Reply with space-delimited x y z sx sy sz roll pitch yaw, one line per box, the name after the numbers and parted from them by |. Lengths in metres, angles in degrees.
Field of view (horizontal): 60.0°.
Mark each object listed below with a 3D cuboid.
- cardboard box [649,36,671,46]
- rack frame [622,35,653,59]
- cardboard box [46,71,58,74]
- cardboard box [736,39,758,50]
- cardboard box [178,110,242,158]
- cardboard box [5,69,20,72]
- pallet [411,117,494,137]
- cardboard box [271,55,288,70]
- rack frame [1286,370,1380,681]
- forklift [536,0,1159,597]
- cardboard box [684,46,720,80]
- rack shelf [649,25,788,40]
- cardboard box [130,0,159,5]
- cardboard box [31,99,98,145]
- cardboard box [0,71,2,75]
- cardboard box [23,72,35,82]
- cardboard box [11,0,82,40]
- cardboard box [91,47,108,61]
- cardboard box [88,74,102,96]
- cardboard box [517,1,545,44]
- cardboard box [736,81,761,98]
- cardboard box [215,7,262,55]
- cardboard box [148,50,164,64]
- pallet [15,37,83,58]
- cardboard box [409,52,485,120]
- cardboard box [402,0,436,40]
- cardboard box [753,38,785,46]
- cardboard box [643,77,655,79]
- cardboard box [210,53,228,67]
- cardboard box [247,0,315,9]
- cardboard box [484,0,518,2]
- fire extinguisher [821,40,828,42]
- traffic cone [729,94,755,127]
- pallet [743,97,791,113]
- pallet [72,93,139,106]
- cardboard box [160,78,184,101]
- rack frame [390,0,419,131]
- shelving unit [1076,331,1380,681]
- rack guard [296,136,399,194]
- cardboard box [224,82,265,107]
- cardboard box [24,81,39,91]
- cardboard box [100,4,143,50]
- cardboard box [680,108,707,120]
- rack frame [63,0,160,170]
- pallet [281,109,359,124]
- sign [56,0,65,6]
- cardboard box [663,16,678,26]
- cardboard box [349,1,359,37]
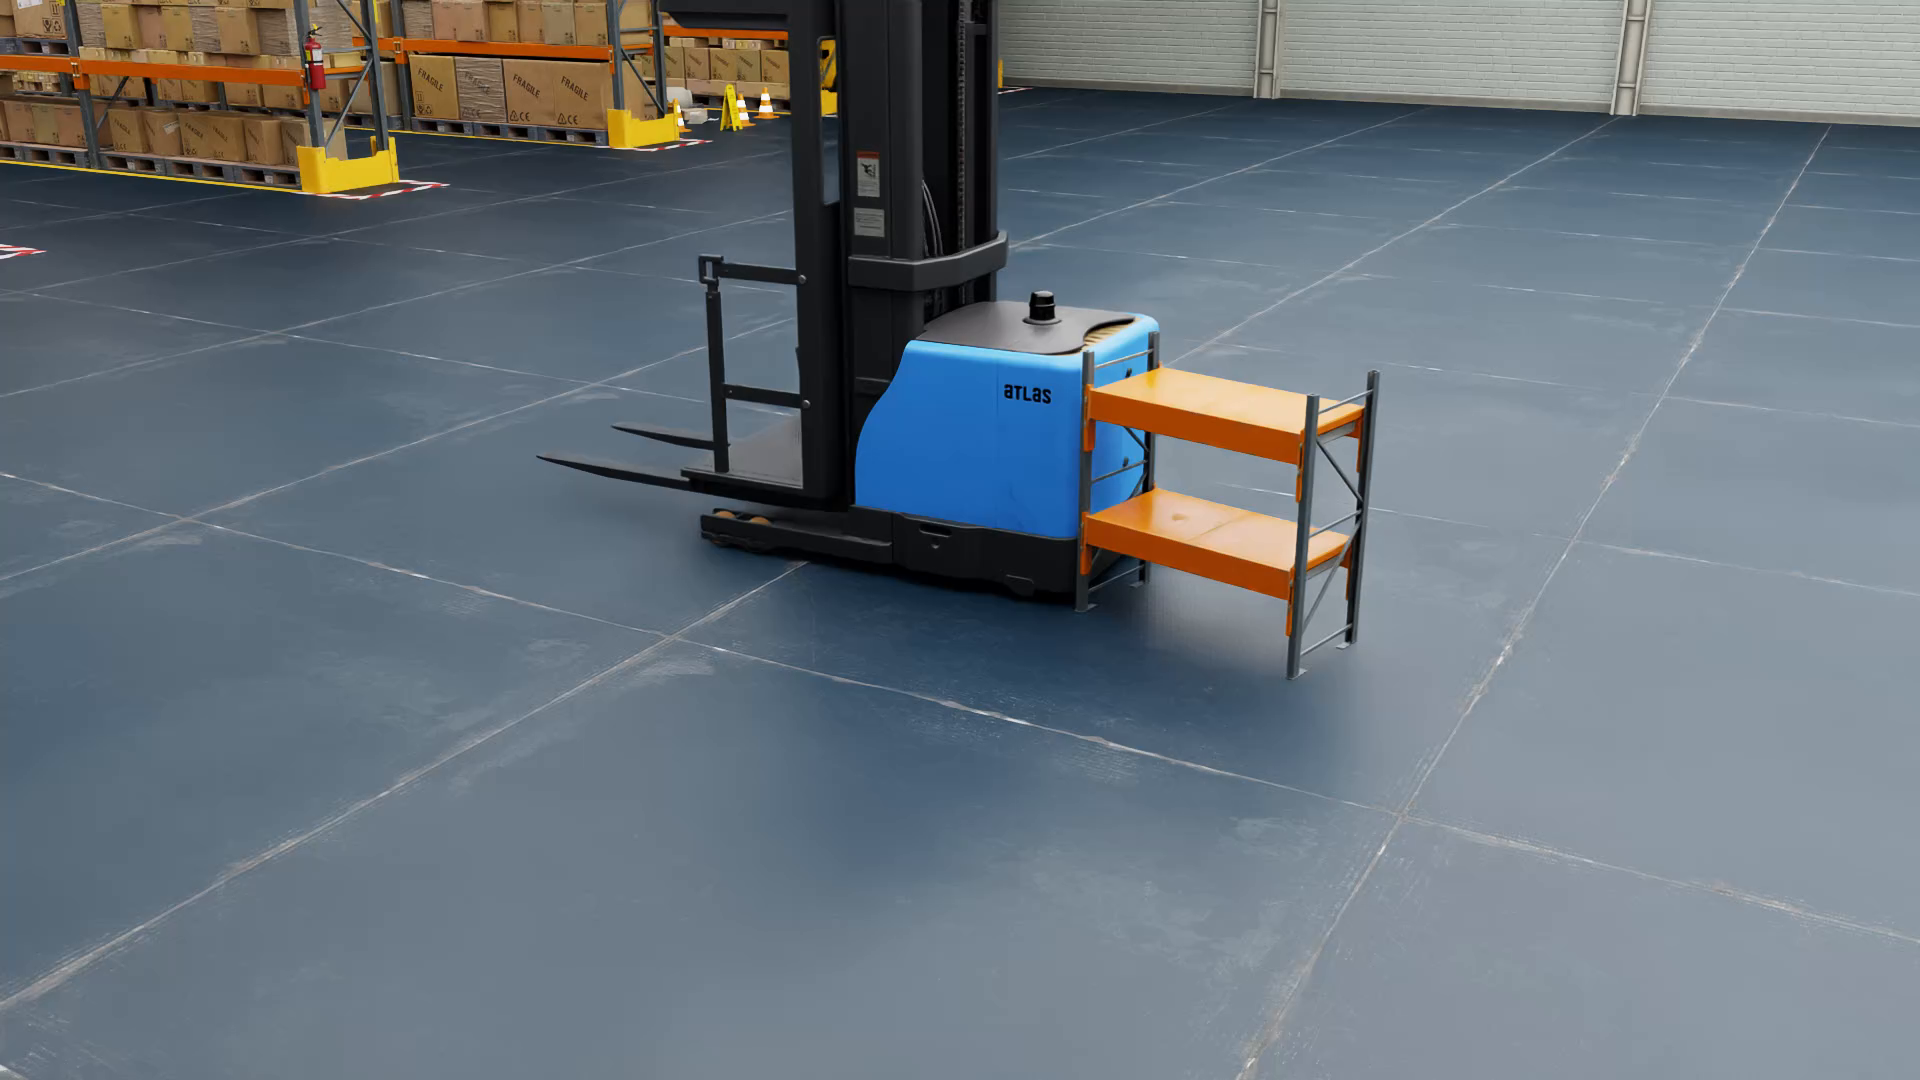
-5.077 -8.397 27.980 0.250 0.149 0.380 11 23 28 | cardboard box
-5.541 -9.052 28.420 0.127 3.000 1.000 11 23 27 | rack frame
-15.288 -8.010 28.241 0.250 0.149 0.380 12 23 29 | cardboard box
-3.446 -8.088 27.129 0.250 0.149 0.380 11 23 28 | cardboard box
-8.960 -4.872 19.948 0.500 0.500 0.500 9 22 23 | cardboard box
-16.221 -8.164 28.665 0.250 0.149 0.380 10 22 25 | cardboard box
-7.241 -6.101 24.373 1.213 0.211 1.003 11 23 27 | pallet
-7.449 -5.346 18.572 0.250 0.149 0.380 11 23 27 | cardboard box
1.430 -0.056 6.371 0.032 1.125 0.500 17 26 38 | rack frame
-0.641 -1.466 7.607 3.031 2.935 1.130 10 22 25 | forklift
-4.232 -7.958 27.722 0.500 0.500 0.500 12 23 30 | cardboard box
-3.795 -8.381 27.625 4.000 0.370 1.077 11 23 27 | rack shelf
-9.231 -6.442 19.176 0.500 0.500 0.500 11 23 27 | cardboard box
-11.306 -5.327 21.171 0.500 0.500 0.700 11 22 27 | cardboard box
-16.605 -8.142 29.041 0.250 0.149 0.380 12 23 30 | cardboard box
-15.766 -7.927 28.448 0.250 0.149 0.380 10 22 25 | cardboard box
-10.999 -6.755 20.592 1.000 1.000 1.000 11 23 28 | cardboard box
-10.121 -5.813 19.859 0.250 0.149 0.380 11 23 27 | cardboard box
-14.335 -7.712 27.777 0.500 0.500 0.500 12 23 29 | cardboard box
-5.639 -7.230 23.178 0.550 0.550 0.875 11 23 27 | cardboard box
-3.334 -7.434 27.377 0.500 0.250 0.500 11 23 27 | cardboard box
-7.843 -5.770 18.790 0.500 0.500 0.875 11 23 27 | cardboard box
-9.229 -5.657 19.431 0.250 0.149 0.380 11 23 27 | cardboard box
-10.970 -6.182 20.789 1.213 0.211 1.003 11 23 27 | pallet
-7.352 -6.634 24.256 0.875 0.875 0.875 11 23 28 | cardboard box
-7.539 -7.574 24.126 0.550 0.550 0.875 11 23 27 | cardboard box
-3.584 -9.694 33.058 0.625 0.625 0.875 12 23 30 | cardboard box
-5.157 -7.778 28.325 0.500 0.250 0.500 10 22 25 | cardboard box
-8.330 -5.507 19.016 0.250 0.149 0.380 11 23 27 | cardboard box
-7.482 -6.111 18.264 0.500 0.500 0.500 11 23 27 | cardboard box
-6.153 -7.794 23.150 0.500 0.550 0.875 11 23 27 | cardboard box
-2.173 -8.194 26.168 0.183 0.674 0.296 11 23 27 | fire extinguisher
-3.298 -6.494 25.090 0.334 0.463 0.336 11 23 27 | traffic cone
-2.807 -7.234 27.498 1.213 0.211 1.003 11 23 27 | pallet
-14.170 -7.452 28.098 1.213 0.211 1.003 11 23 27 | pallet
-12.512 -7.368 26.827 0.500 0.500 0.500 12 23 29 | cardboard box
-7.866 -7.561 24.311 0.127 3.000 1.000 11 23 27 | rack frame
1.047 -0.171 6.686 1.048 1.125 0.538 17 26 38 | shelving unit
-6.948 -4.274 18.914 0.348 0.500 1.175 11 23 27 | rack guard
-10.871 -7.238 26.104 0.750 0.750 1.050 10 22 27 | cardboard box
-15.807 -7.805 28.549 0.250 0.149 0.380 10 22 26 | cardboard box
-9.592 -6.101 19.704 0.500 0.500 0.875 11 23 27 | cardboard box
-4.177 -6.663 26.015 0.380 0.149 0.250 -11 23 -29 | cardboard box
-10.374 -6.101 20.286 0.127 3.000 1.000 11 23 27 | rack frame
-9.646 -6.559 25.637 1.213 0.211 1.003 11 23 27 | pallet
-10.641 -6.480 19.632 0.005 0.325 0.100 11 23 27 | sign
-4.731 -8.672 27.743 0.250 0.149 0.380 12 23 29 | cardboard box
-8.893 -7.699 24.545 0.500 0.500 0.500 11 22 27 | cardboard box
